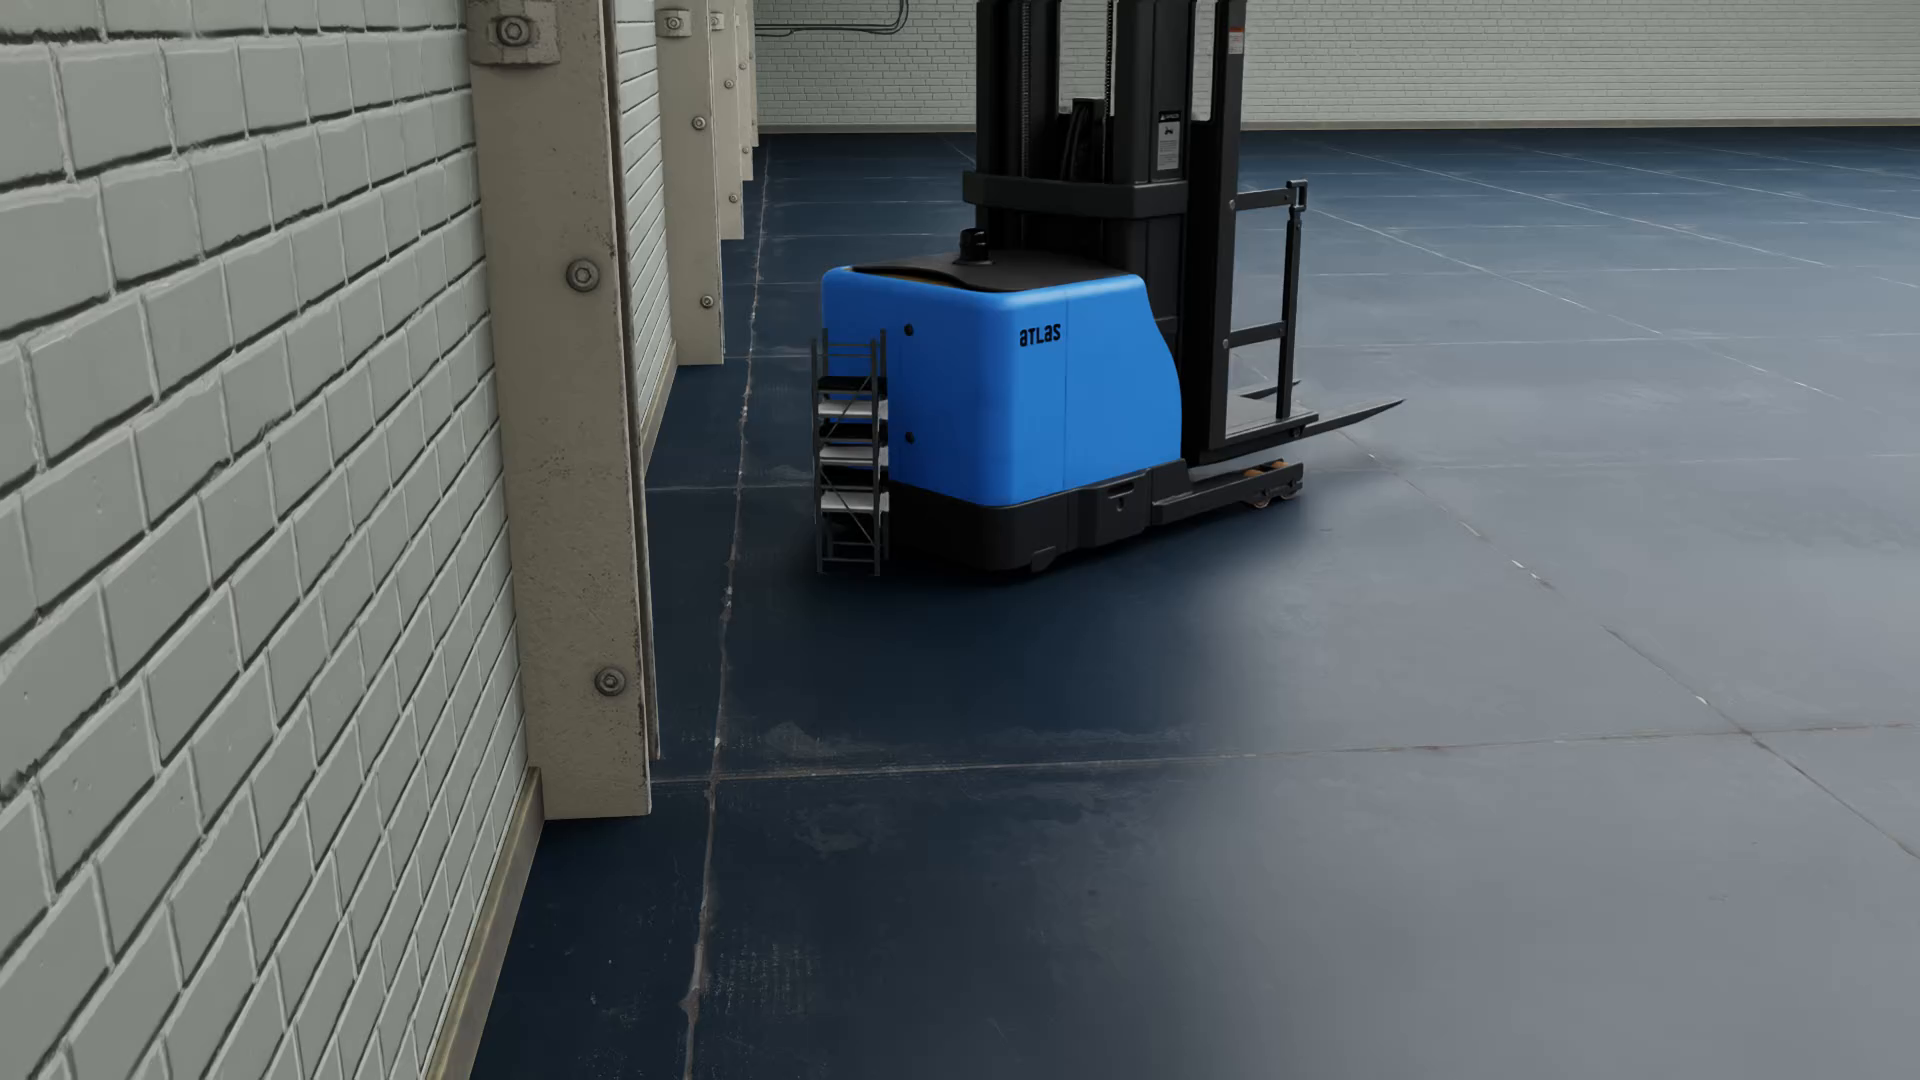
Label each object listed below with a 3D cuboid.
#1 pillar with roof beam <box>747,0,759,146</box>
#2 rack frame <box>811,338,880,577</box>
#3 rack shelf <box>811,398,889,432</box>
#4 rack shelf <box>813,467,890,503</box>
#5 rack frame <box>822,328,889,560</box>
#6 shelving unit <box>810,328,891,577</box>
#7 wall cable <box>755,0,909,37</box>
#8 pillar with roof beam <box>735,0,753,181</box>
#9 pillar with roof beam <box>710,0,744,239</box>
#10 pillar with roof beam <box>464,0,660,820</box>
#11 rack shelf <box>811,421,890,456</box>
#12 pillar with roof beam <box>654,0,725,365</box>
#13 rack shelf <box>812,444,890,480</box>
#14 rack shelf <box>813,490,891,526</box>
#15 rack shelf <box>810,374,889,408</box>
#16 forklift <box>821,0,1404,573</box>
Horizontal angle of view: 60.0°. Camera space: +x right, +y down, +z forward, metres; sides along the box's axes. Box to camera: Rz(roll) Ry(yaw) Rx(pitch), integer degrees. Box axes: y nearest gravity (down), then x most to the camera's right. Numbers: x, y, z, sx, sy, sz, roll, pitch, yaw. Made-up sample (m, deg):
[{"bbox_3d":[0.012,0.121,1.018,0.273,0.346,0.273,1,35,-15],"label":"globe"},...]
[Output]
[{"bbox_3d":[0.817,-10.908,26.400,9.100,9.000,0.400,-2,18,-6],"label":"pillar with roof beam"},{"bbox_3d":[-0.419,-0.295,6.115,0.240,0.900,0.006,2,18,7],"label":"rack frame"},{"bbox_3d":[-0.406,-0.465,6.167,0.258,0.077,0.200,2,18,7],"label":"rack shelf"},{"bbox_3d":[-0.406,-0.208,6.248,0.258,0.077,0.200,2,18,7],"label":"rack shelf"},{"bbox_3d":[-0.393,-0.356,6.308,0.240,0.900,0.006,2,18,7],"label":"rack frame"},{"bbox_3d":[-0.406,-0.325,6.211,0.258,0.900,0.210,2,18,7],"label":"shelving unit"},{"bbox_3d":[-2.454,-10.213,29.367,3.097,2.526,0.112,-2,18,-6],"label":"wall cable"},{"bbox_3d":[1.436,-9.121,20.706,9.100,9.000,0.400,-2,18,-6],"label":"pillar with roof beam"},{"bbox_3d":[2.054,-7.333,15.012,9.100,9.000,0.400,-2,18,-6],"label":"pillar with roof beam"},{"bbox_3d":[3.292,-3.758,3.624,9.100,9.000,0.400,-2,18,-6],"label":"pillar with roof beam"},{"bbox_3d":[-0.406,-0.380,6.194,0.258,0.077,0.200,2,18,7],"label":"rack shelf"},{"bbox_3d":[2.673,-5.546,9.318,9.100,9.000,0.400,-2,18,-6],"label":"pillar with roof beam"},{"bbox_3d":[-0.406,-0.294,6.221,0.258,0.077,0.200,2,18,7],"label":"rack shelf"},{"bbox_3d":[-0.406,-0.122,6.275,0.258,0.077,0.200,2,18,7],"label":"rack shelf"},{"bbox_3d":[-0.406,-0.551,6.141,0.258,0.077,0.200,2,18,7],"label":"rack shelf"},{"bbox_3d":[0.855,-1.631,6.980,3.031,2.935,1.130,-16,24,-42],"label":"forklift"}]
